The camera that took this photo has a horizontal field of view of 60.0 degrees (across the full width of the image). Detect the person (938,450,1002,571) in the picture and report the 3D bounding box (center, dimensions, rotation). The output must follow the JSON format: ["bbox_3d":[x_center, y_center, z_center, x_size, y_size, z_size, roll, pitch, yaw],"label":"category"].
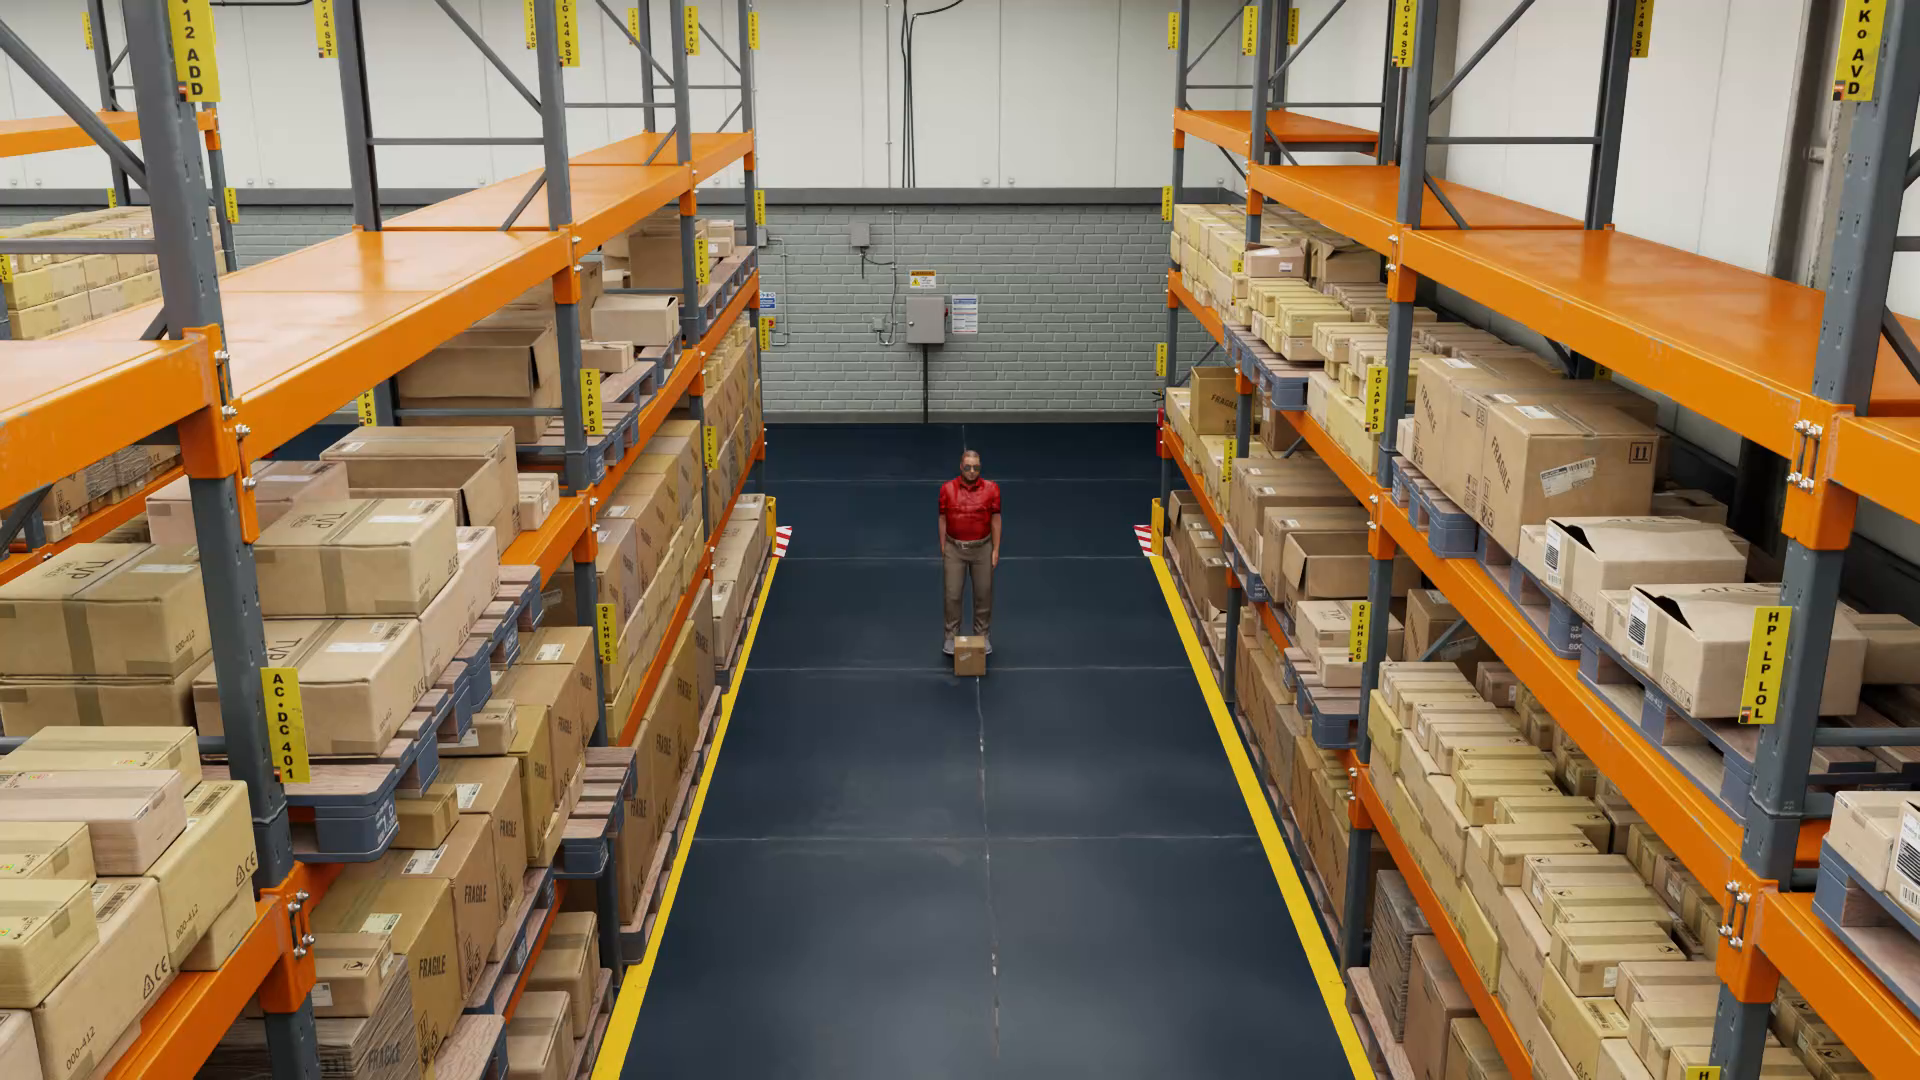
[{"bbox_3d":[0.084,-0.231,13.727,0.526,1.024,0.342,0,17,1],"label":"person"}]
